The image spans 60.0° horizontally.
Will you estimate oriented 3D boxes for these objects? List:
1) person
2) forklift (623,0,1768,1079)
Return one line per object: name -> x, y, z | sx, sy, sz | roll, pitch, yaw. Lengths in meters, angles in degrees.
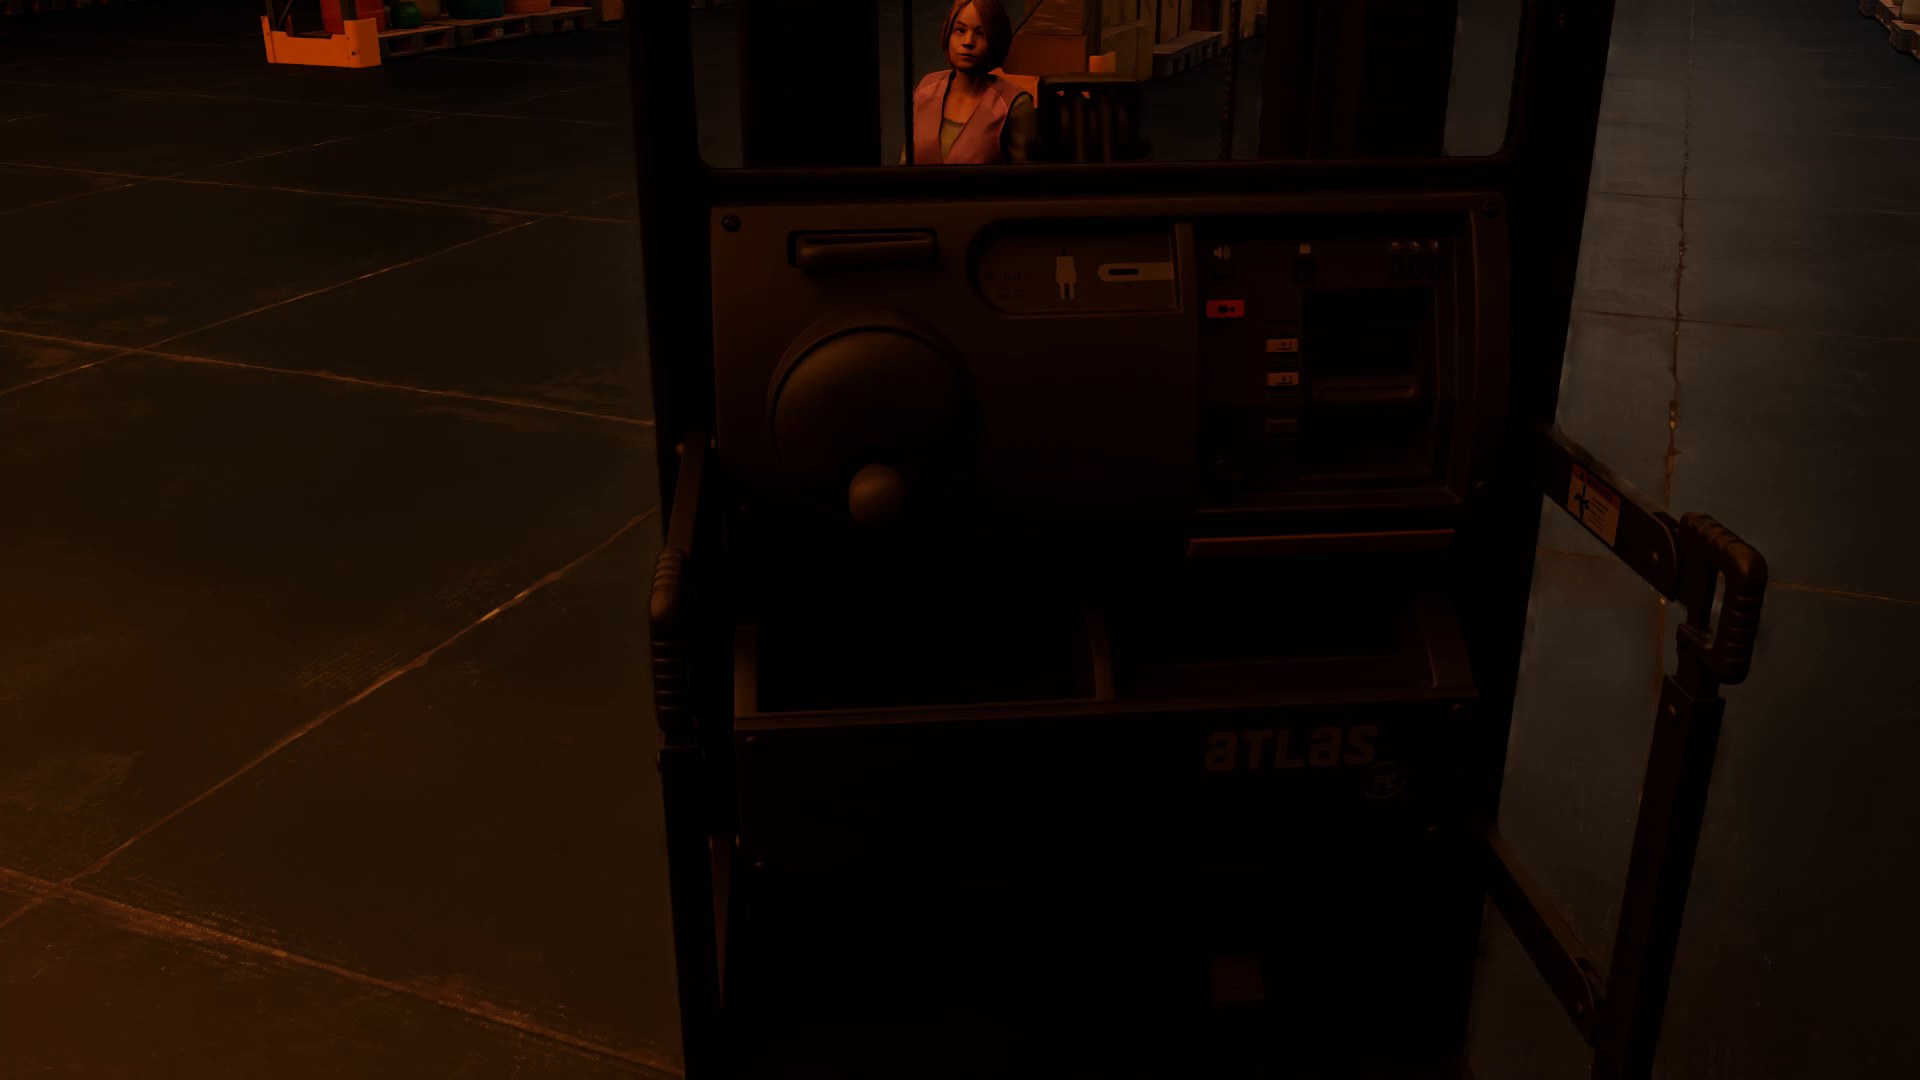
person -> -0.041, -0.718, 4.723 | 0.521, 1.599, 0.473 | 9, 24, 21
forklift -> 0.205, -0.185, 1.734 | 1.130, 2.935, 3.031 | -2, 23, -5
